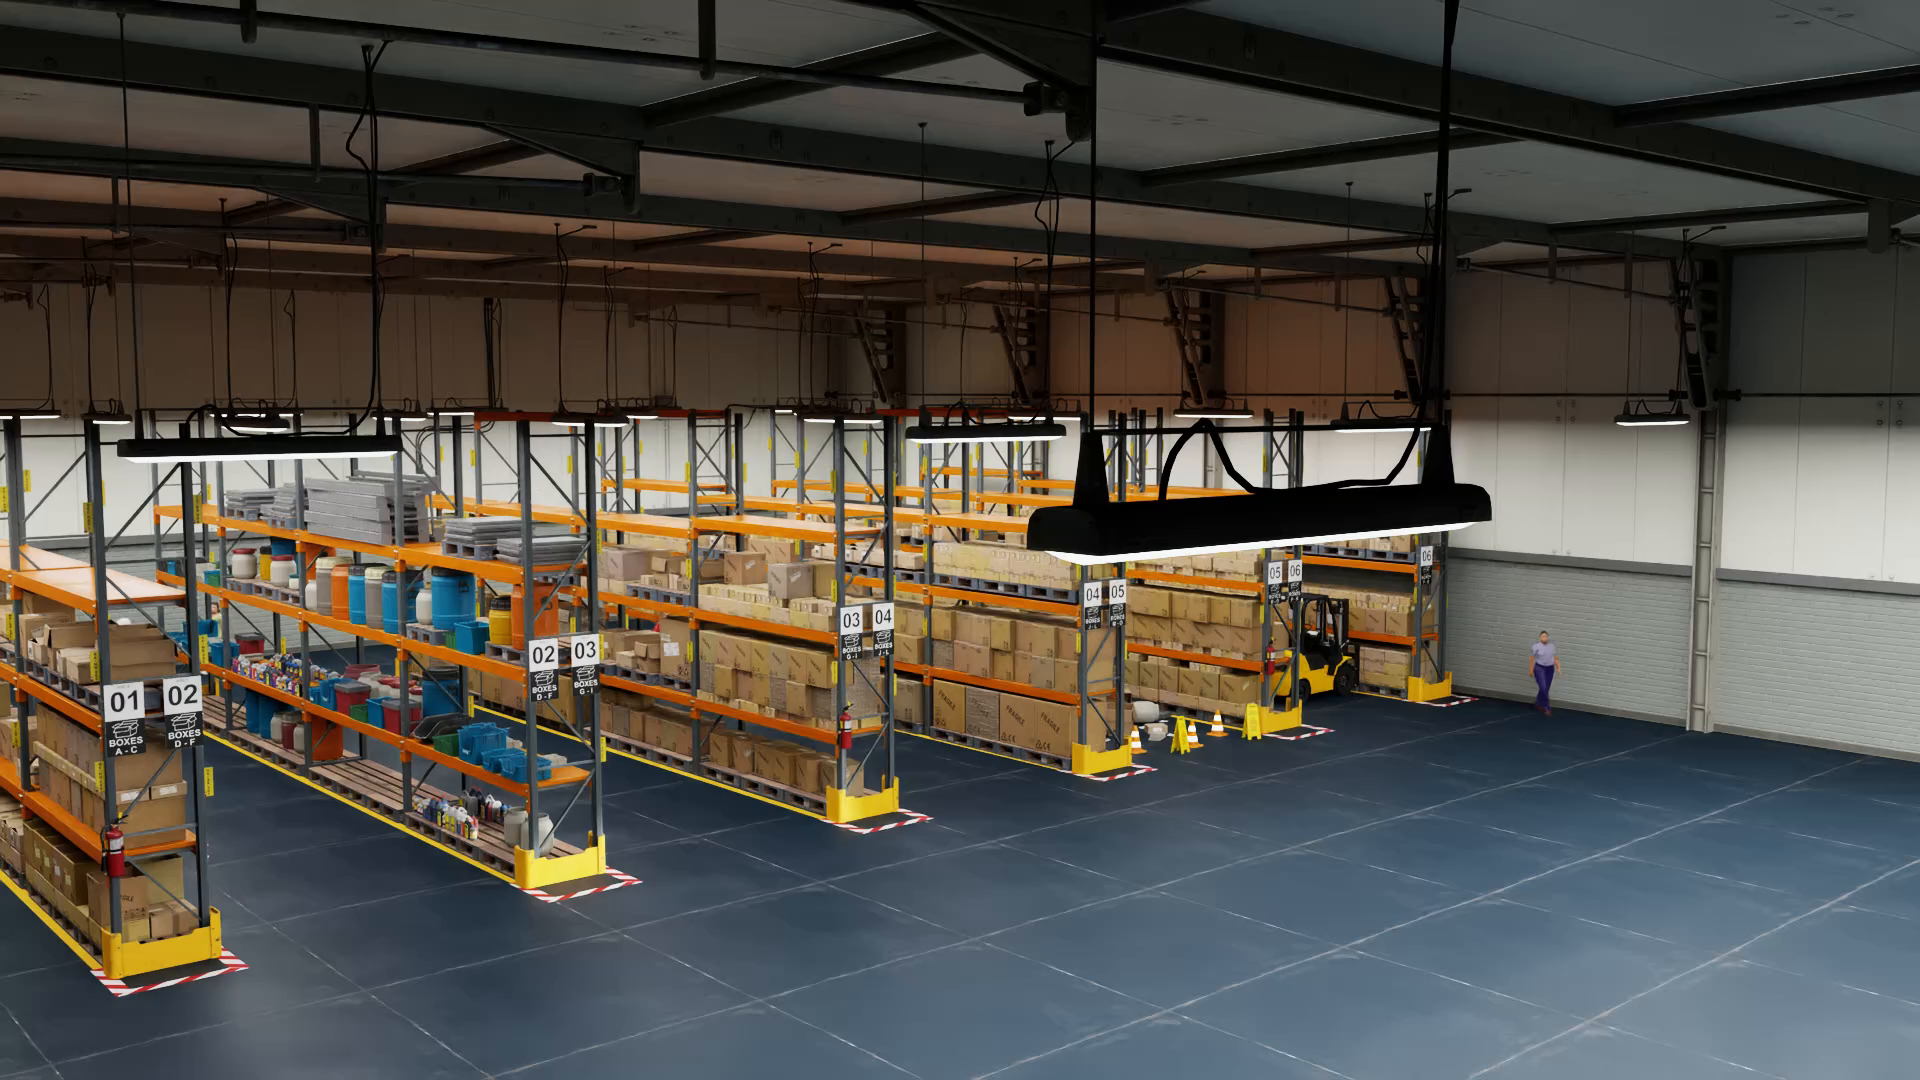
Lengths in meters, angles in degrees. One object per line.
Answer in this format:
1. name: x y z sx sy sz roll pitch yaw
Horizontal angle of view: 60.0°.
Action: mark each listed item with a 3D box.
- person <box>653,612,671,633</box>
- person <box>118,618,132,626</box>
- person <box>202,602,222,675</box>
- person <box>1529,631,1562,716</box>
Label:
1. person: -6.283 2.357 35.554 0.612 1.691 1.005 -5 7 -42
2. person: -17.162 2.469 33.972 0.566 1.748 0.635 -3 6 -27
3. person: -16.927 2.210 37.680 0.495 1.623 0.955 1 5 13
4. person: 11.630 2.641 33.030 0.493 1.690 0.642 -2 5 -17
